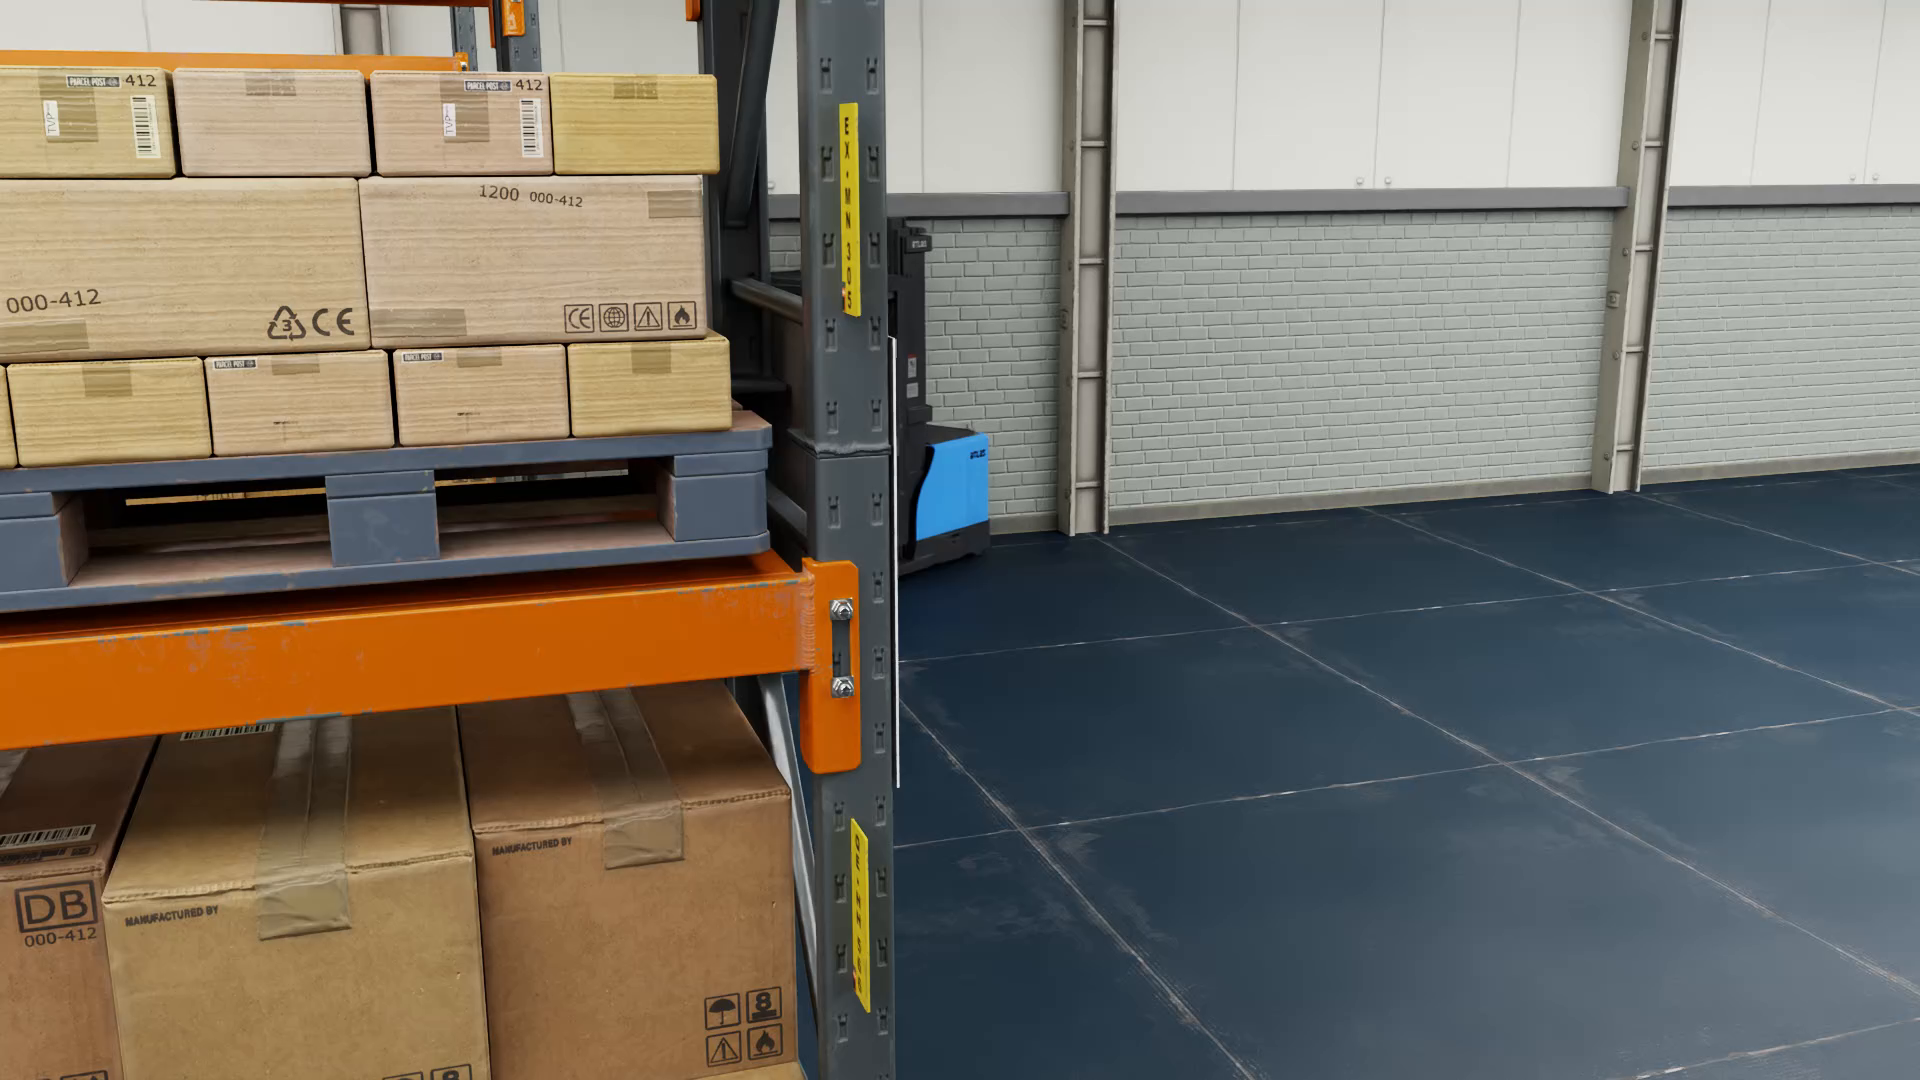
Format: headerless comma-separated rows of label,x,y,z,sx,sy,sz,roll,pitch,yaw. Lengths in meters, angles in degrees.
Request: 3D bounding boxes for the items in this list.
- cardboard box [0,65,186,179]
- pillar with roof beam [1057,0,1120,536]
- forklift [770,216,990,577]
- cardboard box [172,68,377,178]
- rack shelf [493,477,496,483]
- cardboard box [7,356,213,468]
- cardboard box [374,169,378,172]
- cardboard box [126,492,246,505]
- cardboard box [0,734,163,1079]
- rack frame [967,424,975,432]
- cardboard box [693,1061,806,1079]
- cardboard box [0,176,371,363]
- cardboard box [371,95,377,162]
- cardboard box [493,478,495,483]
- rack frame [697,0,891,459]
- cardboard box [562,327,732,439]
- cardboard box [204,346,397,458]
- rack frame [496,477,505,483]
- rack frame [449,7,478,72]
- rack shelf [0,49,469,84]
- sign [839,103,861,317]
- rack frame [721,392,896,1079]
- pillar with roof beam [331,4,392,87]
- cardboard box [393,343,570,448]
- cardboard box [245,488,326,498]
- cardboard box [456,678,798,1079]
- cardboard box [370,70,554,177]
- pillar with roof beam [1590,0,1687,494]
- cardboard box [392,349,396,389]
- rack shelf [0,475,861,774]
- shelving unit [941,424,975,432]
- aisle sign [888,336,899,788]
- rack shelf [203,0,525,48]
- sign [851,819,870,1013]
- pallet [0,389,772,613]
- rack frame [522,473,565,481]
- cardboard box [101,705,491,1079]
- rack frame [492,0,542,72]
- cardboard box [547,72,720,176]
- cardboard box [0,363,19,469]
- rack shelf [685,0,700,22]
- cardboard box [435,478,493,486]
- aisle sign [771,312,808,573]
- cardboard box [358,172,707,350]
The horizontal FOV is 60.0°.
cardboard box,-1.270,-0.610,2.438,0.250,0.149,0.380,-4,14,-17
pillar with roof beam,2.517,-3.518,10.485,0.400,9.000,9.100,-4,14,-18
forklift,-1.041,-1.109,13.471,1.130,2.935,3.031,10,17,37
cardboard box,-1.025,-0.629,2.520,0.250,0.149,0.380,-4,14,-17
rack shelf,-5.491,-0.457,12.135,4.000,0.370,1.077,-4,14,-18
cardboard box,-1.263,-0.223,2.534,0.250,0.149,0.380,-4,14,-18
cardboard box,-0.873,-0.592,3.226,0.500,0.250,0.500,-4,14,-18
cardboard box,-3.356,-0.364,7.172,0.500,0.500,0.700,-5,14,-19
cardboard box,-1.764,0.705,3.038,0.550,0.550,0.875,-4,14,-18
rack frame,0.099,-0.515,15.035,0.008,1.050,0.200,-5,14,-19
cardboard box,-0.671,1.177,3.389,0.550,0.550,0.875,-4,14,-18
cardboard box,-1.183,-0.437,2.575,0.500,0.250,0.500,-4,14,-18
cardboard box,-1.232,-0.773,3.126,0.250,0.149,0.380,-5,14,-19
cardboard box,-2.546,-0.085,8.159,0.500,0.500,0.500,-5,14,-19
rack frame,-0.334,-1.706,2.869,0.127,3.000,1.000,-4,14,-18
cardboard box,-0.541,-0.279,2.770,0.250,0.149,0.380,-4,14,-18
cardboard box,-1.023,-0.241,2.612,0.250,0.149,0.380,-4,14,-17
rack frame,-3.595,-0.954,12.672,0.127,3.000,1.000,-4,14,-18
rack frame,-3.595,-3.873,11.978,0.127,3.000,1.000,-4,14,-18
rack shelf,-5.491,-3.181,11.487,4.000,0.370,1.077,-4,14,-18
sign,-0.174,-0.519,2.618,0.005,0.325,0.100,-4,14,-18
rack frame,-0.334,1.212,3.564,0.127,3.000,1.000,-4,14,-18
pillar with roof beam,-3.170,-3.075,8.623,0.400,9.000,9.100,-4,14,-18
cardboard box,-0.780,-0.260,2.692,0.250,0.149,0.380,-4,14,-18
cardboard box,-2.905,-0.424,7.425,0.500,0.500,0.700,-4,14,-18
cardboard box,-0.698,0.633,3.342,0.550,0.550,0.875,-4,14,-18
cardboard box,-0.782,-0.648,2.599,0.250,0.149,0.380,-4,14,-18
pillar with roof beam,8.204,-3.960,12.347,0.400,9.000,9.100,-4,14,-18
cardboard box,-1.003,-0.404,3.295,0.250,0.149,0.380,-4,14,-18
rack shelf,-2.230,0.251,2.679,4.000,0.370,1.077,-4,14,-18
shelving unit,-0.016,-0.505,14.995,0.252,1.050,0.215,-5,14,-19
aisle sign,-0.171,0.008,3.008,0.004,0.787,0.394,-4,14,-18
rack shelf,-3.904,-2.285,6.865,4.000,0.370,1.077,-4,14,-18
sign,-0.174,0.654,2.898,0.005,0.325,0.100,-4,14,-18
pallet,-1.034,-0.147,2.987,1.213,0.211,1.003,-4,14,-18
rack frame,-2.009,0.134,8.096,0.127,3.000,1.000,-4,14,-18
cardboard box,-1.190,0.694,3.086,0.550,0.550,0.875,-4,14,-18
rack frame,-2.009,-2.784,7.402,0.127,3.000,1.000,-4,14,-18
cardboard box,-0.545,-0.666,2.676,0.250,0.149,0.380,-4,14,-18
cardboard box,-1.506,-0.204,2.454,0.250,0.149,0.380,-5,14,-19
rack shelf,-2.230,-1.014,2.378,4.000,0.370,1.077,-4,14,-18
cardboard box,-2.423,-0.460,7.575,0.500,0.500,0.700,-5,14,-19
aisle sign,-0.363,-0.123,3.561,0.004,0.787,0.394,-4,14,-18
cardboard box,-0.709,-0.474,2.730,0.500,0.250,0.500,-4,14,-17
